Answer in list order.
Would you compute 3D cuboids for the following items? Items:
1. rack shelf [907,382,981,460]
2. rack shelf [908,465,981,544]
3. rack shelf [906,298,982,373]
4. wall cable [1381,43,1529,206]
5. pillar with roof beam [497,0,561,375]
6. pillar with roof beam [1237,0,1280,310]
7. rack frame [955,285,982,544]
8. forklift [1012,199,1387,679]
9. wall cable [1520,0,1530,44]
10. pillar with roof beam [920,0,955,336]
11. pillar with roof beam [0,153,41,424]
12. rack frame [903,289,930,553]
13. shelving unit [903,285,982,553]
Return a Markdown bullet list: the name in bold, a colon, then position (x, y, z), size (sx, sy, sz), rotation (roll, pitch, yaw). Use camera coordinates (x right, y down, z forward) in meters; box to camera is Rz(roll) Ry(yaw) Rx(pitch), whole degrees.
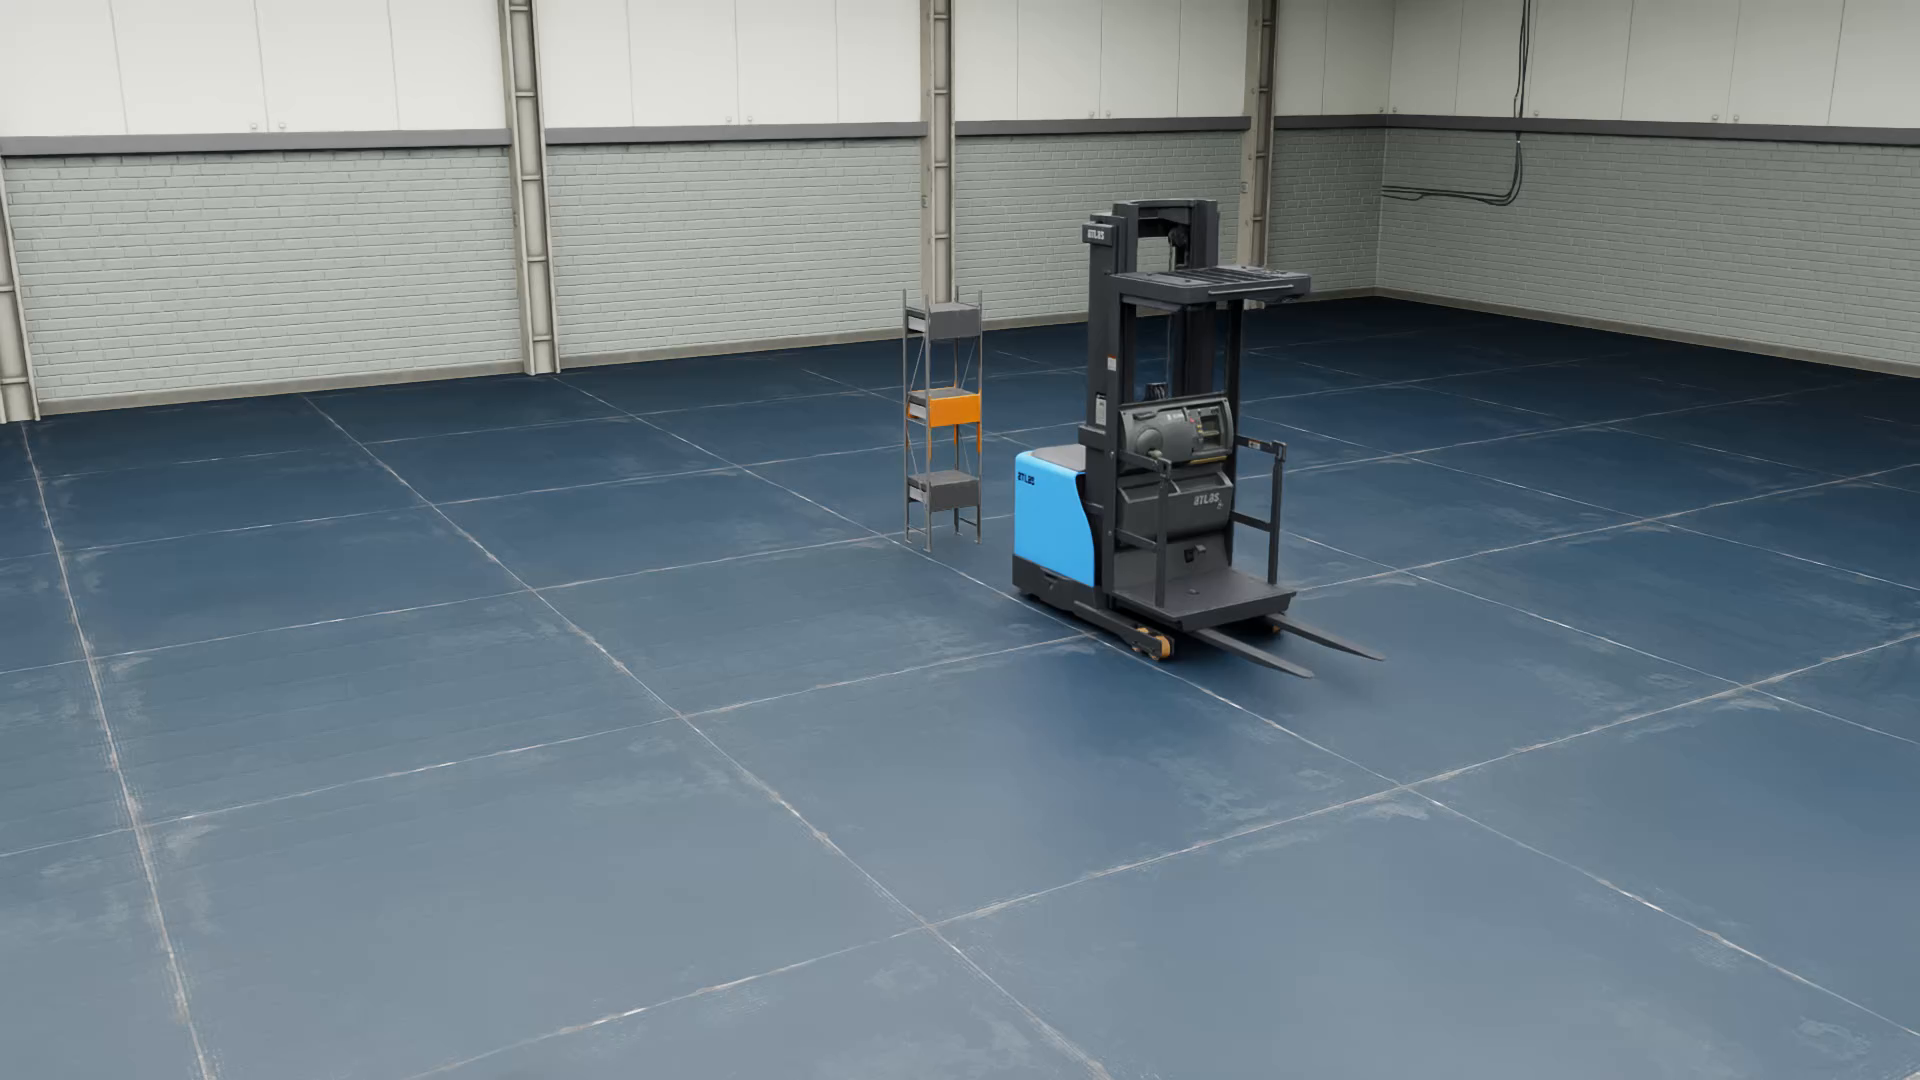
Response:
- **rack shelf**: position (-0.142, -0.975, 13.548), size (0.480, 0.518, 0.431), rotation (-9, 18, -30)
- **rack shelf**: position (-0.142, -0.301, 13.737), size (0.480, 0.518, 0.431), rotation (-9, 18, -30)
- **rack shelf**: position (-0.142, -1.649, 13.359), size (0.480, 0.518, 0.431), rotation (-9, 18, -30)
- **wall cable**: position (8.030, -6.804, 27.263), size (0.112, 2.526, 3.097), rotation (-9, 18, -30)
- **pillar with roof beam**: position (-3.245, -5.531, 16.970), size (0.400, 9.000, 9.100), rotation (-9, 18, -30)
- **pillar with roof beam**: position (7.041, -7.199, 22.921), size (0.400, 9.000, 9.100), rotation (-9, 18, -30)
- **rack frame**: position (0.067, -1.022, 13.665), size (0.015, 2.100, 0.400), rotation (-9, 18, -30)
- **forklift**: position (1.598, -0.754, 11.168), size (1.130, 2.935, 3.031), rotation (-10, 18, -31)
- **wall cable**: position (9.423, -8.610, 24.348), size (0.112, 2.526, 3.097), rotation (-9, 18, -30)
- **pillar with roof beam**: position (1.898, -6.365, 19.946), size (0.400, 9.000, 9.100), rotation (-9, 18, -30)
- **pillar with roof beam**: position (-8.388, -4.697, 13.995), size (0.400, 9.000, 9.100), rotation (-9, 18, -30)
- **rack frame**: position (-0.351, -0.954, 13.423), size (0.015, 2.100, 0.400), rotation (-9, 18, -30)
- **shelving unit**: position (-0.142, -0.988, 13.544), size (0.503, 2.100, 0.431), rotation (-9, 18, -30)
